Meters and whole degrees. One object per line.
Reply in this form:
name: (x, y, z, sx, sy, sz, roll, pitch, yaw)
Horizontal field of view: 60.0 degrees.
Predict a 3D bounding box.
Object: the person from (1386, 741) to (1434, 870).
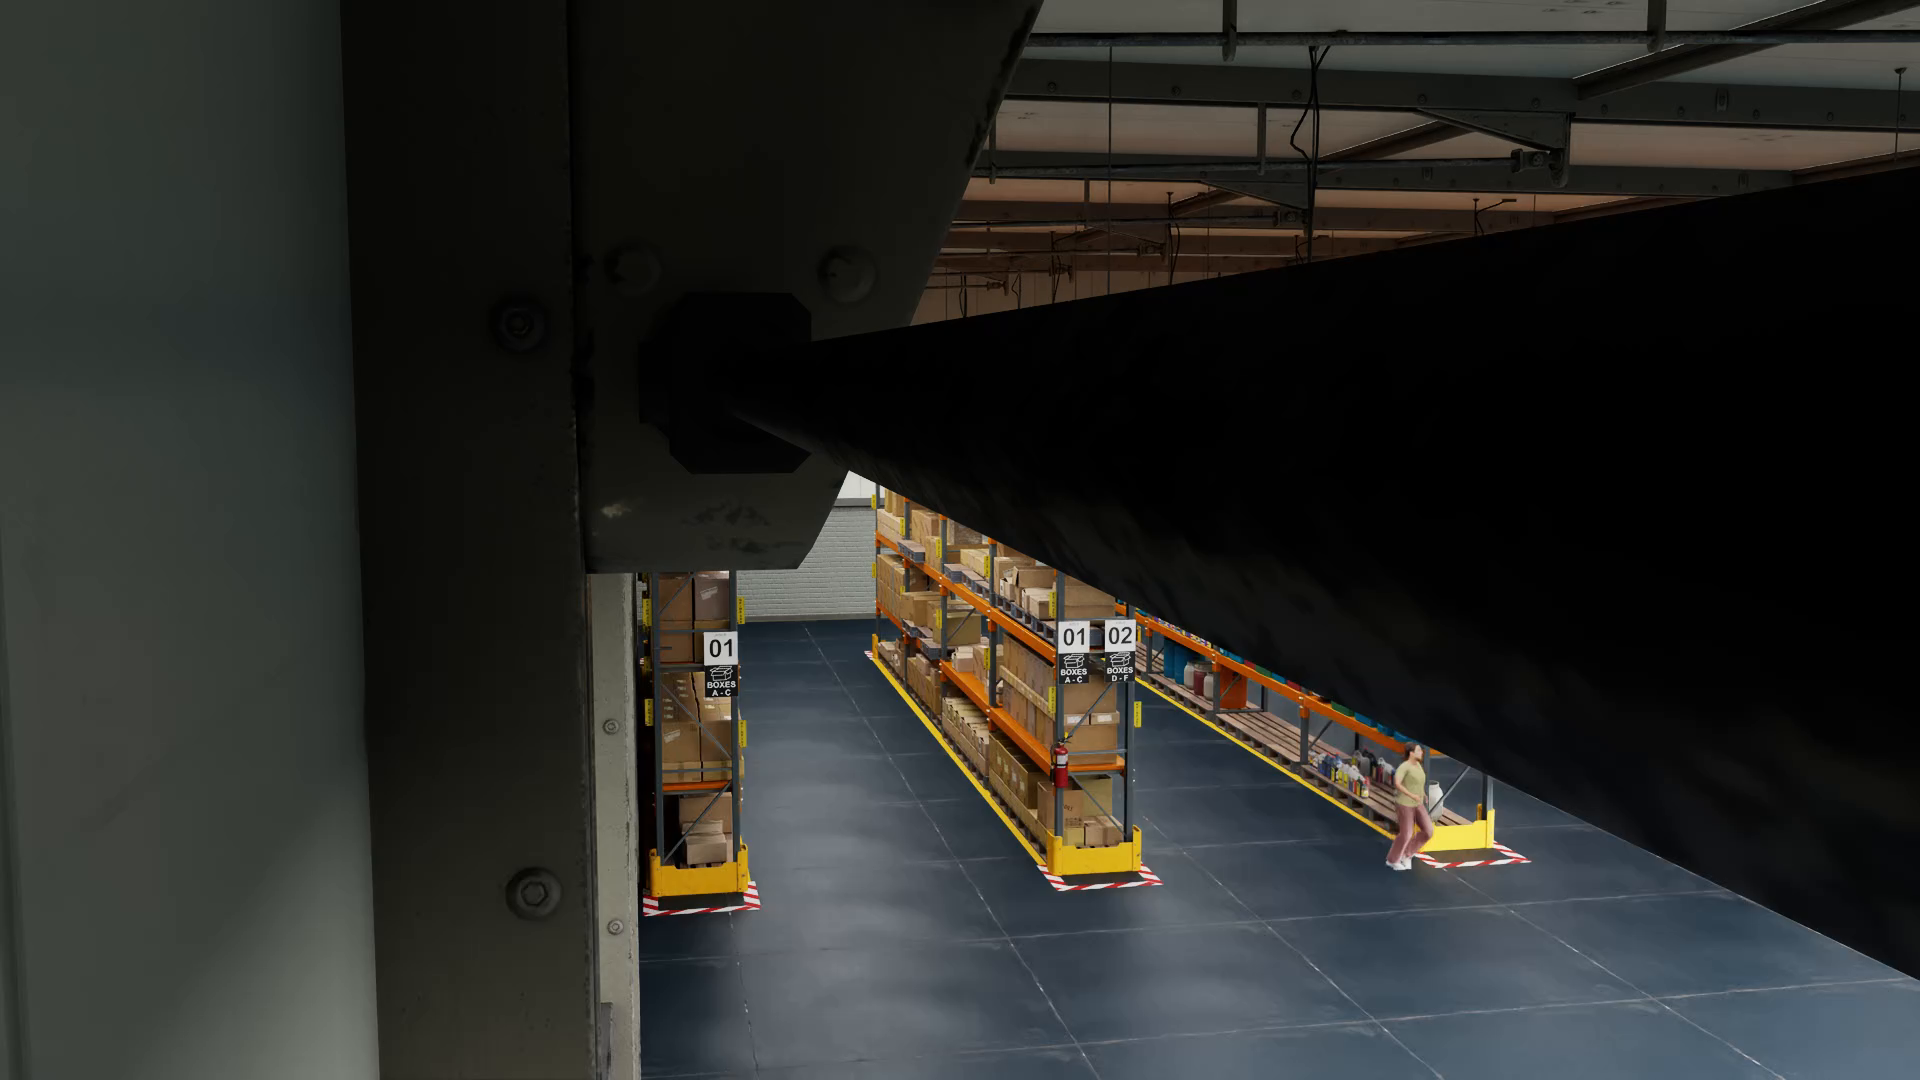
person: (5.742, 3.358, 21.034, 0.649, 1.632, 0.565, -5, 8, -39)
